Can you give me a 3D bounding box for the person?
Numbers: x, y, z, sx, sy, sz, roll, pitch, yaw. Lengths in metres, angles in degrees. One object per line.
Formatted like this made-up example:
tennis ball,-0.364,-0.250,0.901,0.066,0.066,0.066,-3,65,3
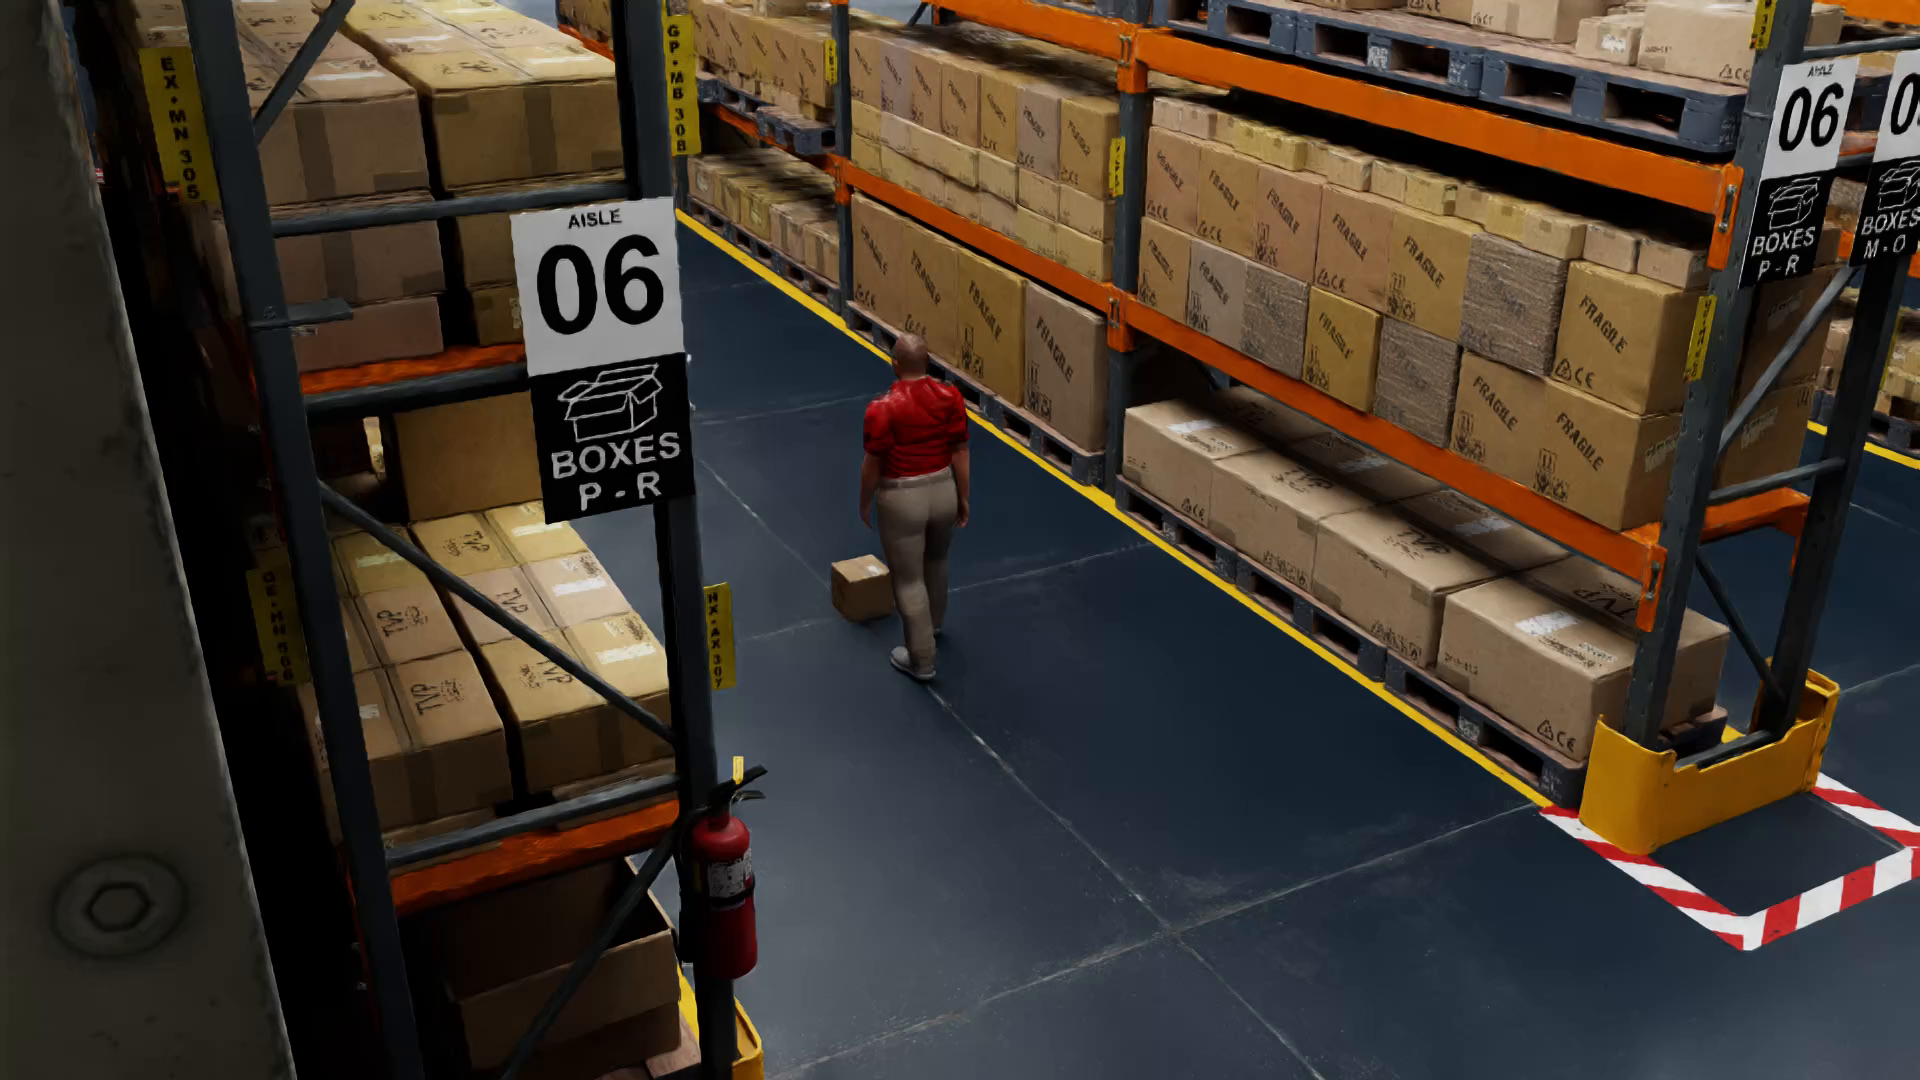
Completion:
person,-0.237,-0.503,7.955,0.528,1.031,0.342,-15,29,-28
